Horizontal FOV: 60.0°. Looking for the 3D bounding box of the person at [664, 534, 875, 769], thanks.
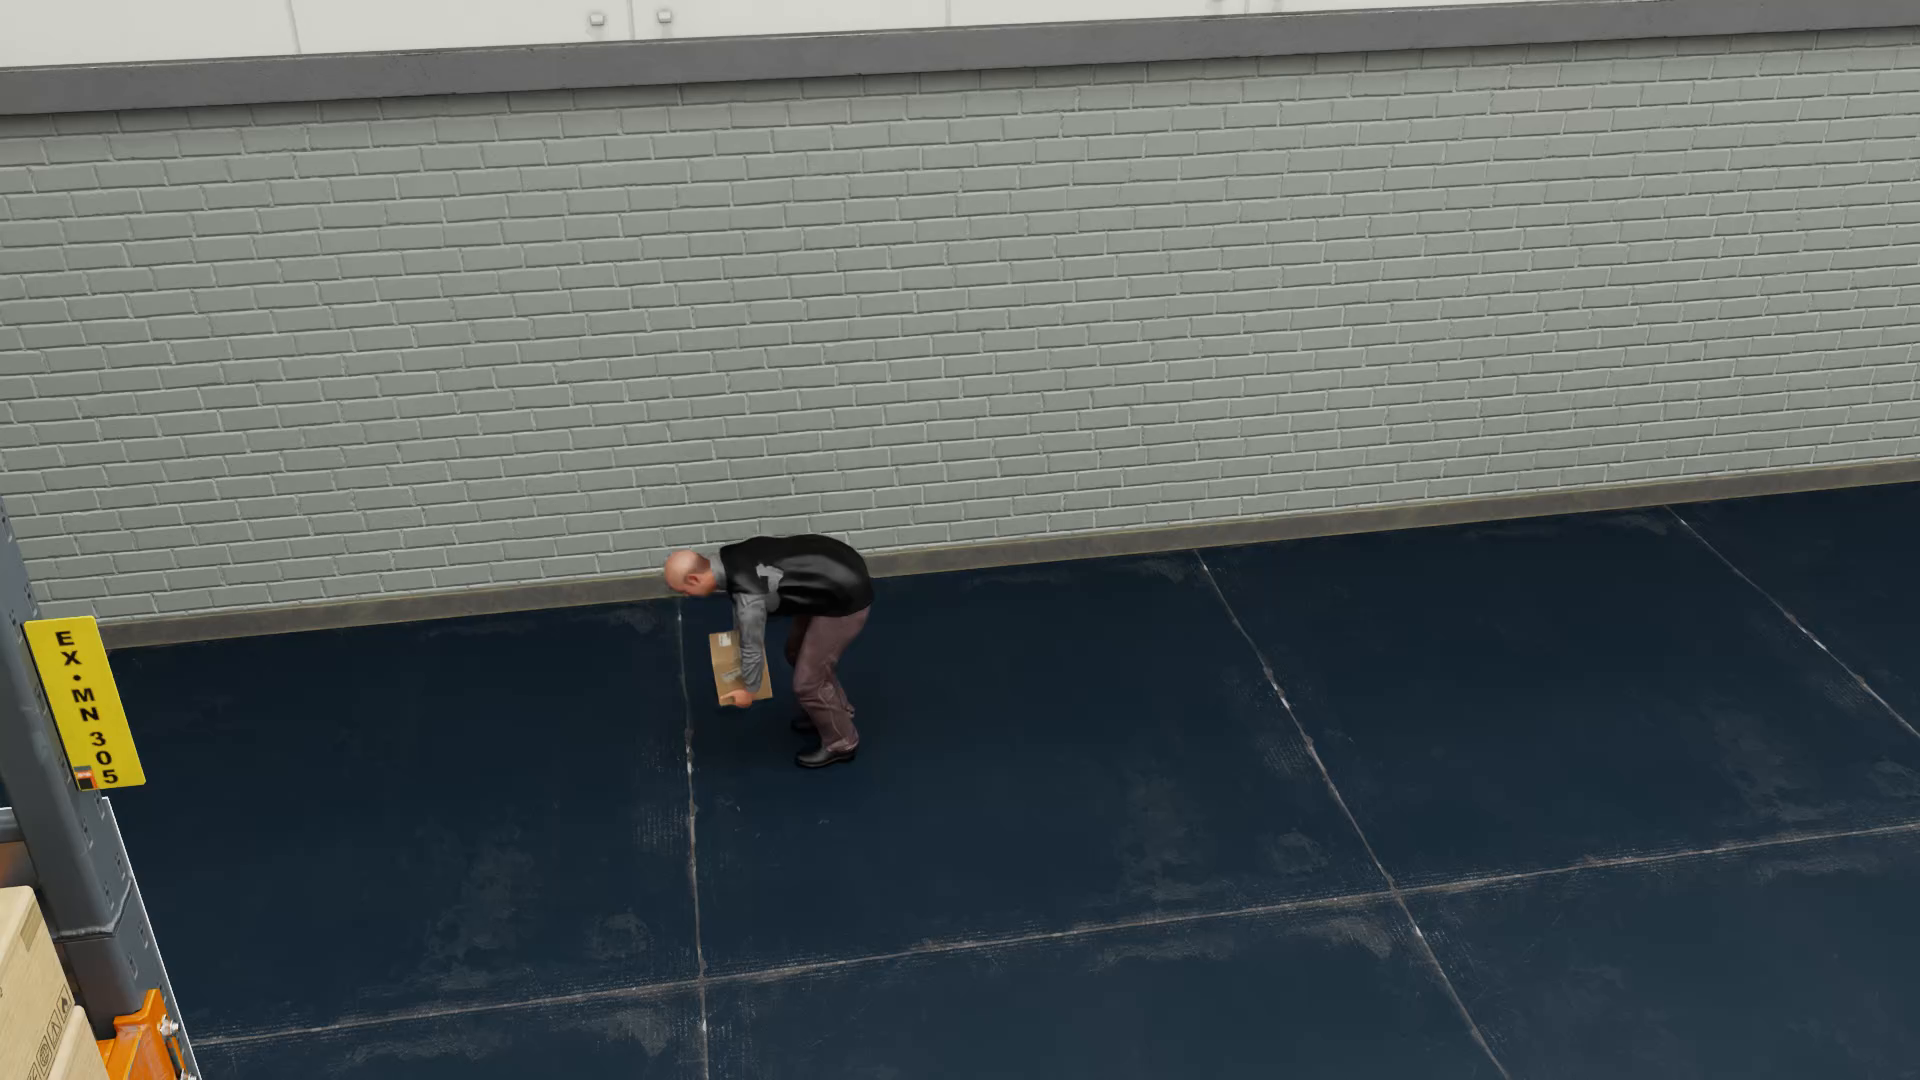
[{"bbox_3d":[-0.874,0.517,7.831,0.948,1.169,0.464,-6,31,-10],"label":"person"}]
